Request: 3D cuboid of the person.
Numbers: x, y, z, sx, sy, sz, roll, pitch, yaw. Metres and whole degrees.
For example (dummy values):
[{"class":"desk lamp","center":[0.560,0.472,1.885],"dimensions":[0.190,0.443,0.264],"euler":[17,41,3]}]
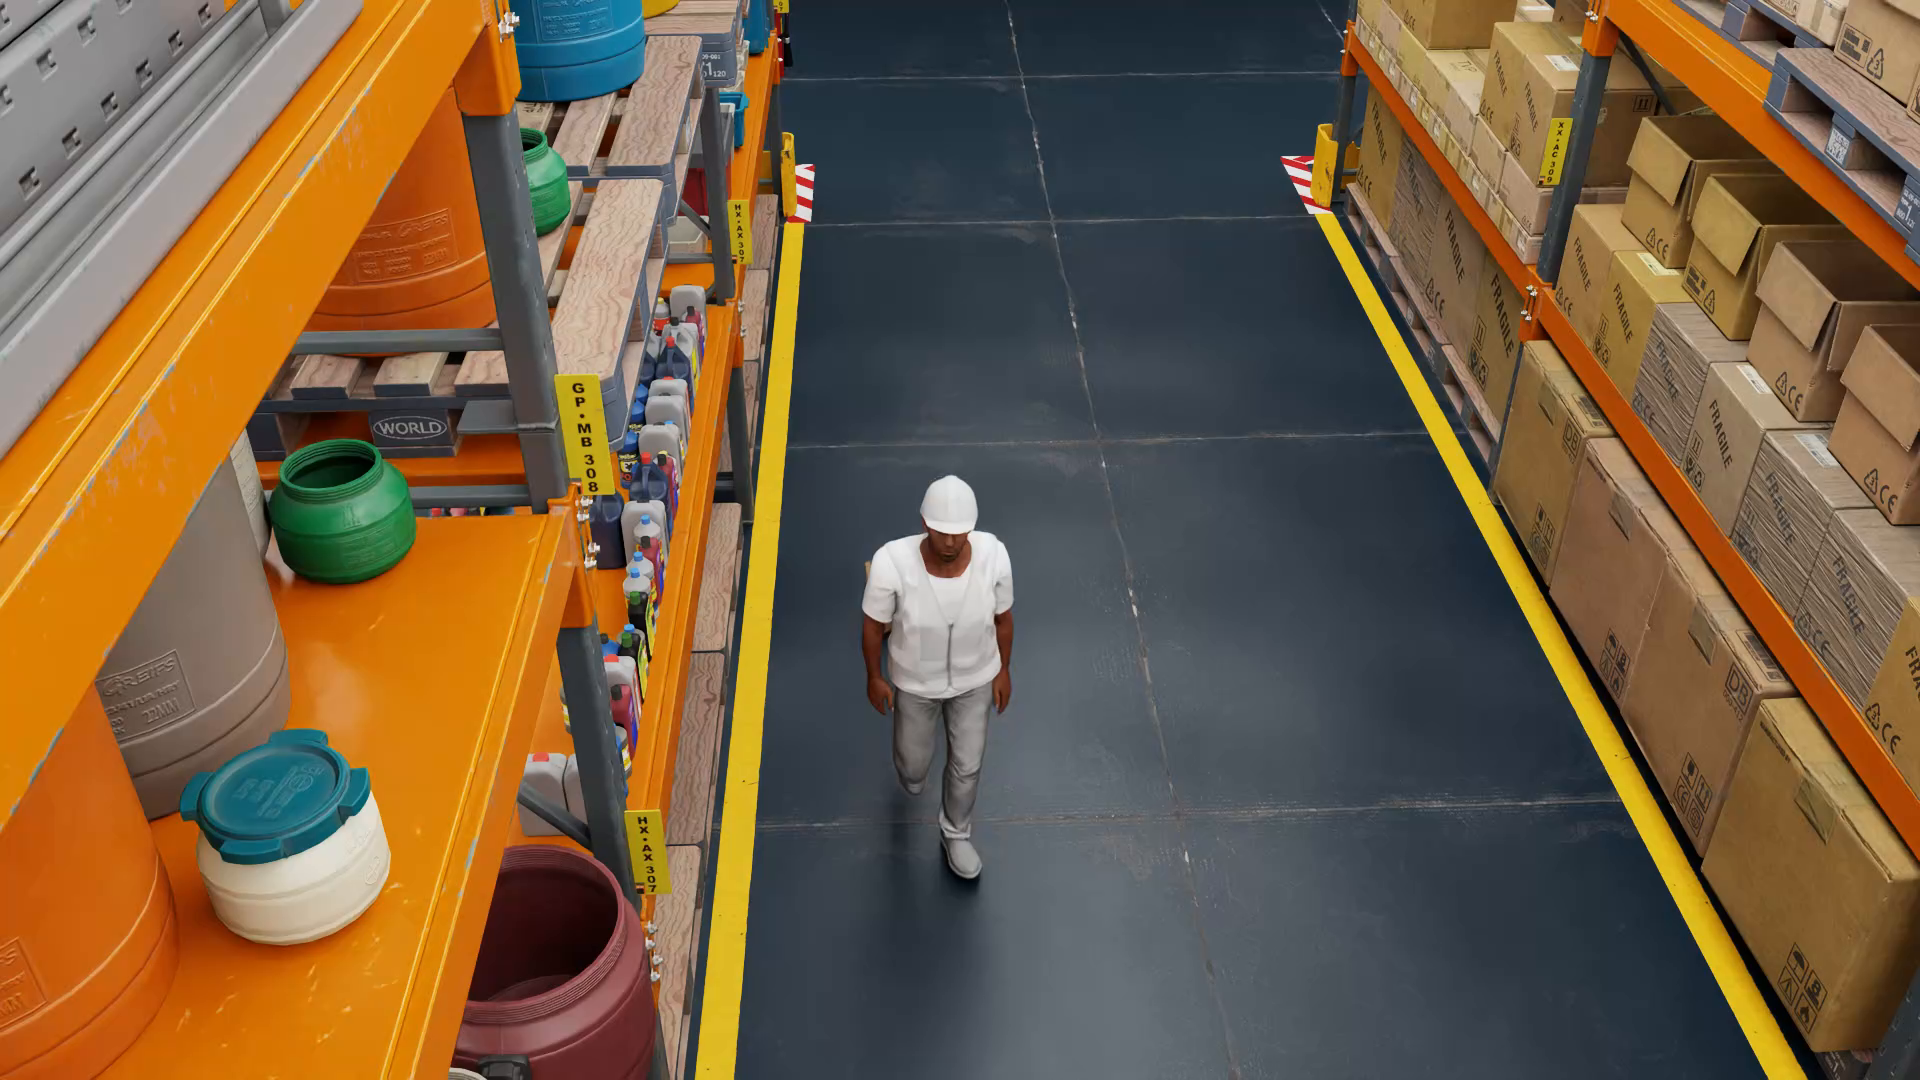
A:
[{"class":"person","center":[-0.088,0.477,6.412],"dimensions":[0.582,1.754,0.683],"euler":[-6,35,-9]}]
